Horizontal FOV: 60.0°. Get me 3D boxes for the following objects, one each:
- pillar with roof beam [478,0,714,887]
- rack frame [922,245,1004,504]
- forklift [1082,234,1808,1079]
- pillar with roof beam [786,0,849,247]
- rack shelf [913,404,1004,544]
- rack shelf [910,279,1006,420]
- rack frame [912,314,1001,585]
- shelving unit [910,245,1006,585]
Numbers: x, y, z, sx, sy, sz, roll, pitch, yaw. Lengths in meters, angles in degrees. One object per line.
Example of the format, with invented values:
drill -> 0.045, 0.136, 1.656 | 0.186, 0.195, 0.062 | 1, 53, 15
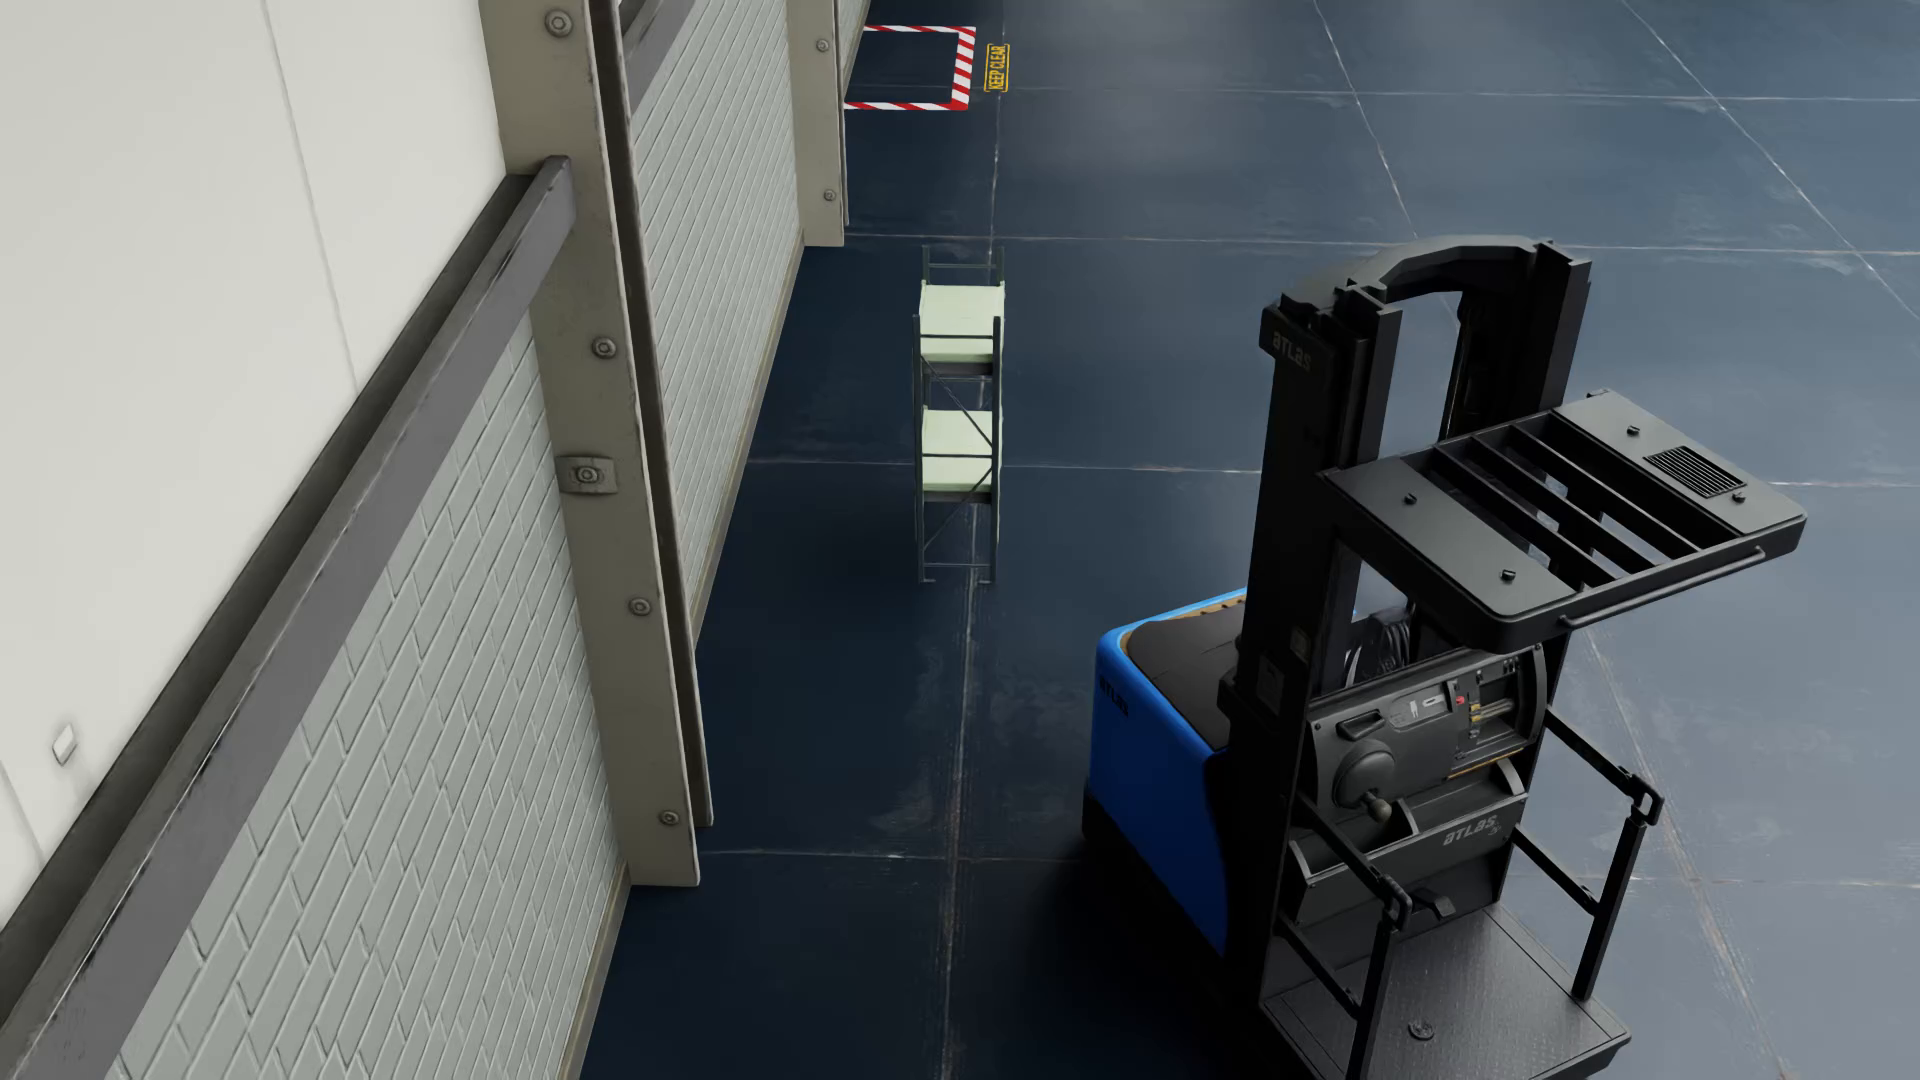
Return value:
pillar with roof beam -> 3.099, -2.302, 4.145 | 9.100, 9.000, 0.400 | 1, 35, 2
rack frame -> 0.014, -0.820, 8.558 | 0.400, 1.500, 0.023 | 1, 35, 2
forklift -> 1.608, 0.673, 5.190 | 1.130, 2.935, 3.031 | -16, 38, -21
pillar with roof beam -> 3.340, -5.749, 9.050 | 9.100, 9.000, 0.400 | 1, 35, 2
rack shelf -> 0.000, -0.343, 8.446 | 0.431, 0.370, 0.720 | 1, 35, 2
rack shelf -> 0.000, -0.929, 8.035 | 0.431, 0.370, 0.720 | 1, 35, 2
rack frame -> -0.015, -0.399, 7.960 | 0.400, 1.500, 0.023 | 1, 35, 2
shelving unit -> 0.000, -0.610, 8.259 | 0.431, 1.500, 0.755 | 1, 35, 2
